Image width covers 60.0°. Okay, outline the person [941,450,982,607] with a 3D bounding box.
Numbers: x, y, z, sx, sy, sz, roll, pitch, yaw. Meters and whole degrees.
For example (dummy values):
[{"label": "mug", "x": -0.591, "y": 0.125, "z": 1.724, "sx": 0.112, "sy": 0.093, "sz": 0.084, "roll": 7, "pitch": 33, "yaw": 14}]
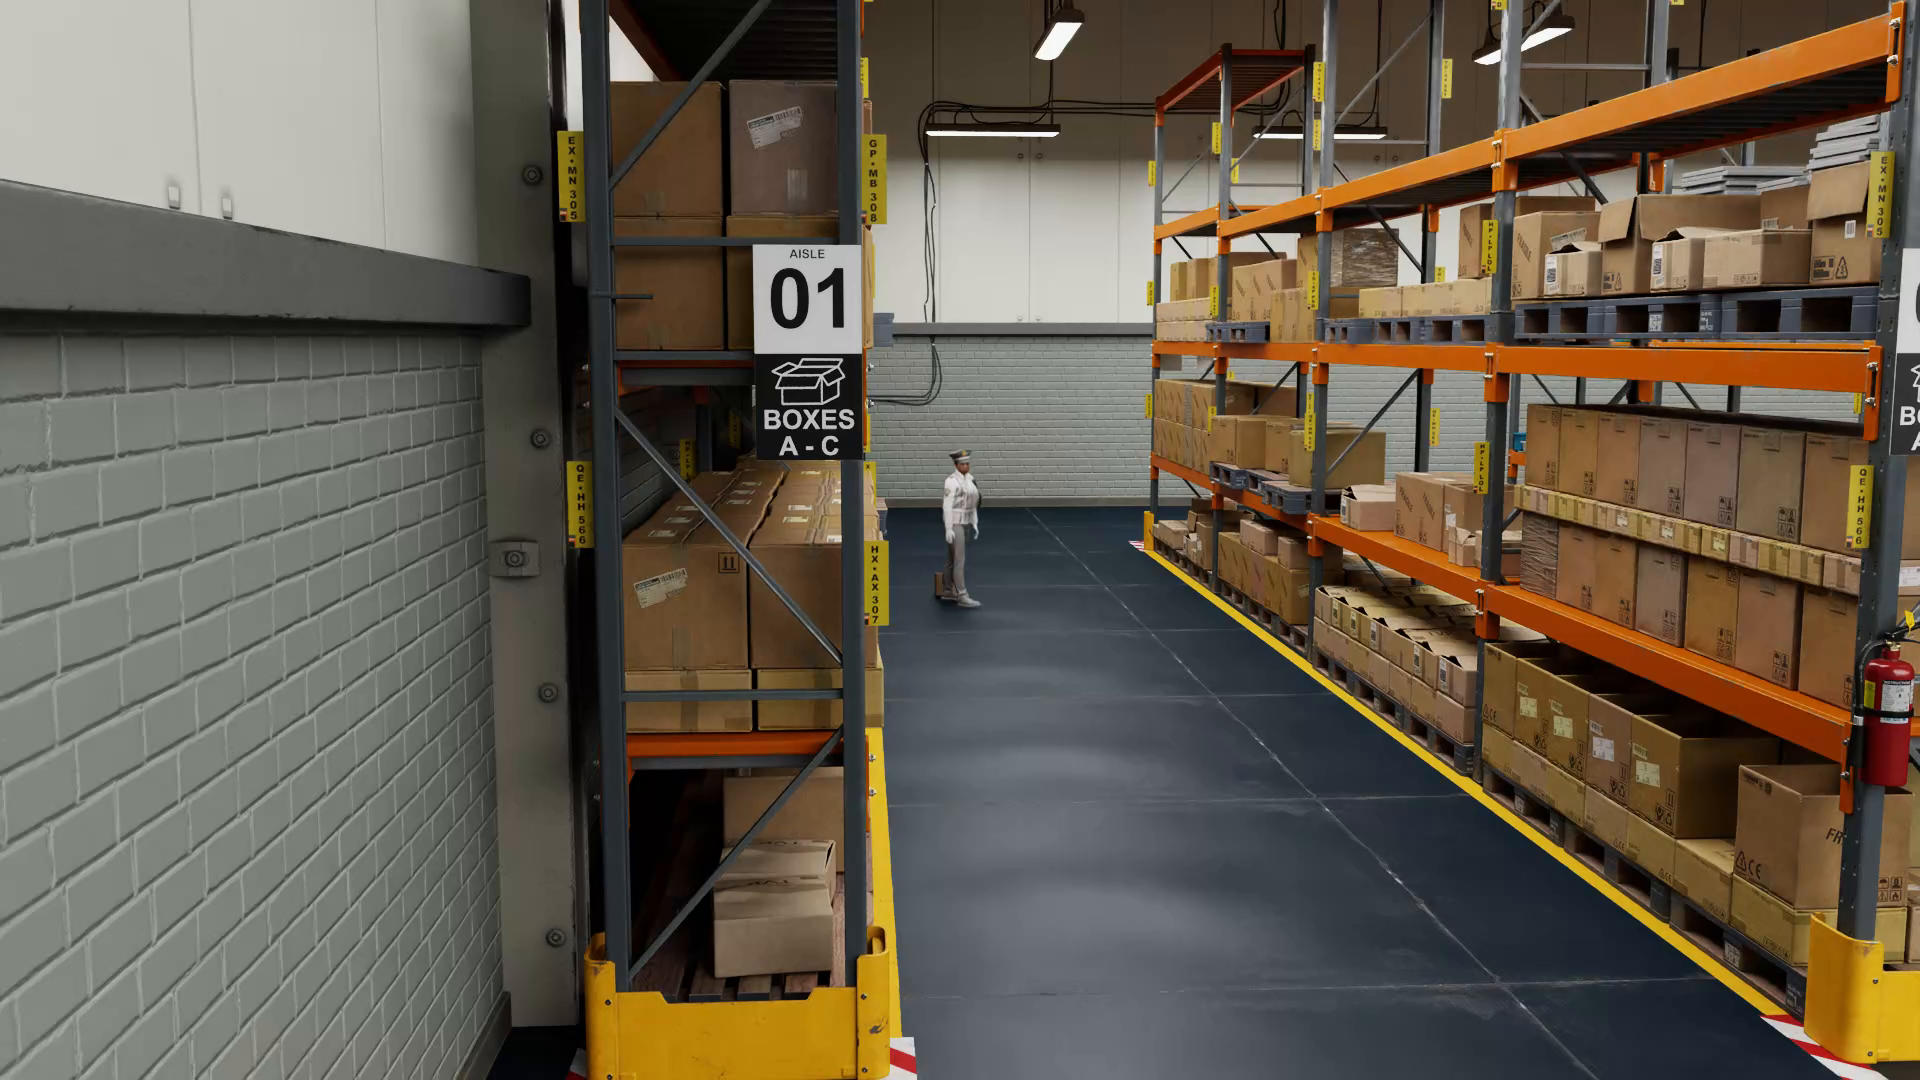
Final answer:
[{"label": "person", "x": 0.017, "y": -0.139, "z": 17.722, "sx": 0.584, "sy": 1.656, "sz": 0.530, "roll": 3, "pitch": 8, "yaw": 26}]
